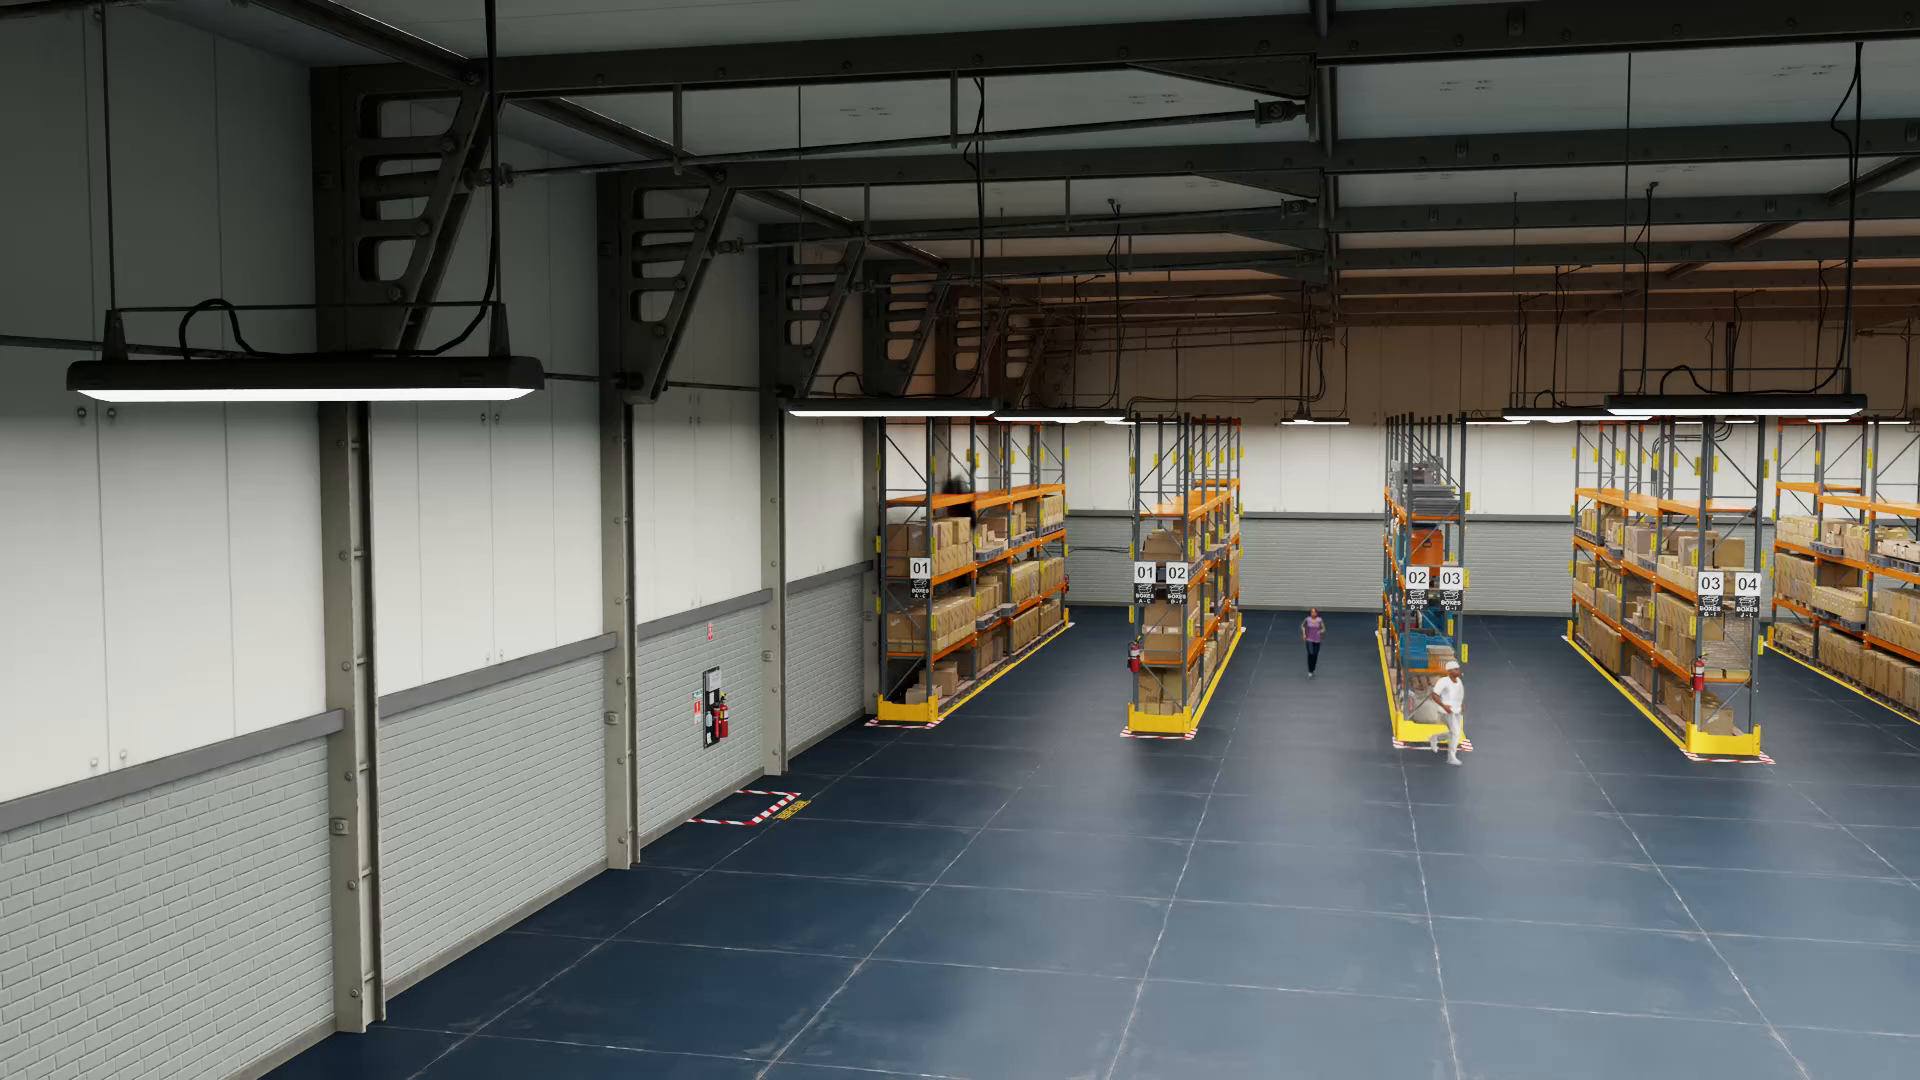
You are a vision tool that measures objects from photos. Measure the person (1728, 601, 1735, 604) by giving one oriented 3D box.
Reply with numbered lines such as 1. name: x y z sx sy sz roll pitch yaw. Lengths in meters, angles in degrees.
1. person: 19.716 2.038 42.419 0.653 1.693 0.824 2 4 22

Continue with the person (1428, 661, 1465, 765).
1. person: 8.377 2.939 28.576 0.735 1.738 0.745 -3 5 -39

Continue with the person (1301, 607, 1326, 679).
1. person: 8.100 2.361 38.091 0.525 1.622 0.715 0 4 5
